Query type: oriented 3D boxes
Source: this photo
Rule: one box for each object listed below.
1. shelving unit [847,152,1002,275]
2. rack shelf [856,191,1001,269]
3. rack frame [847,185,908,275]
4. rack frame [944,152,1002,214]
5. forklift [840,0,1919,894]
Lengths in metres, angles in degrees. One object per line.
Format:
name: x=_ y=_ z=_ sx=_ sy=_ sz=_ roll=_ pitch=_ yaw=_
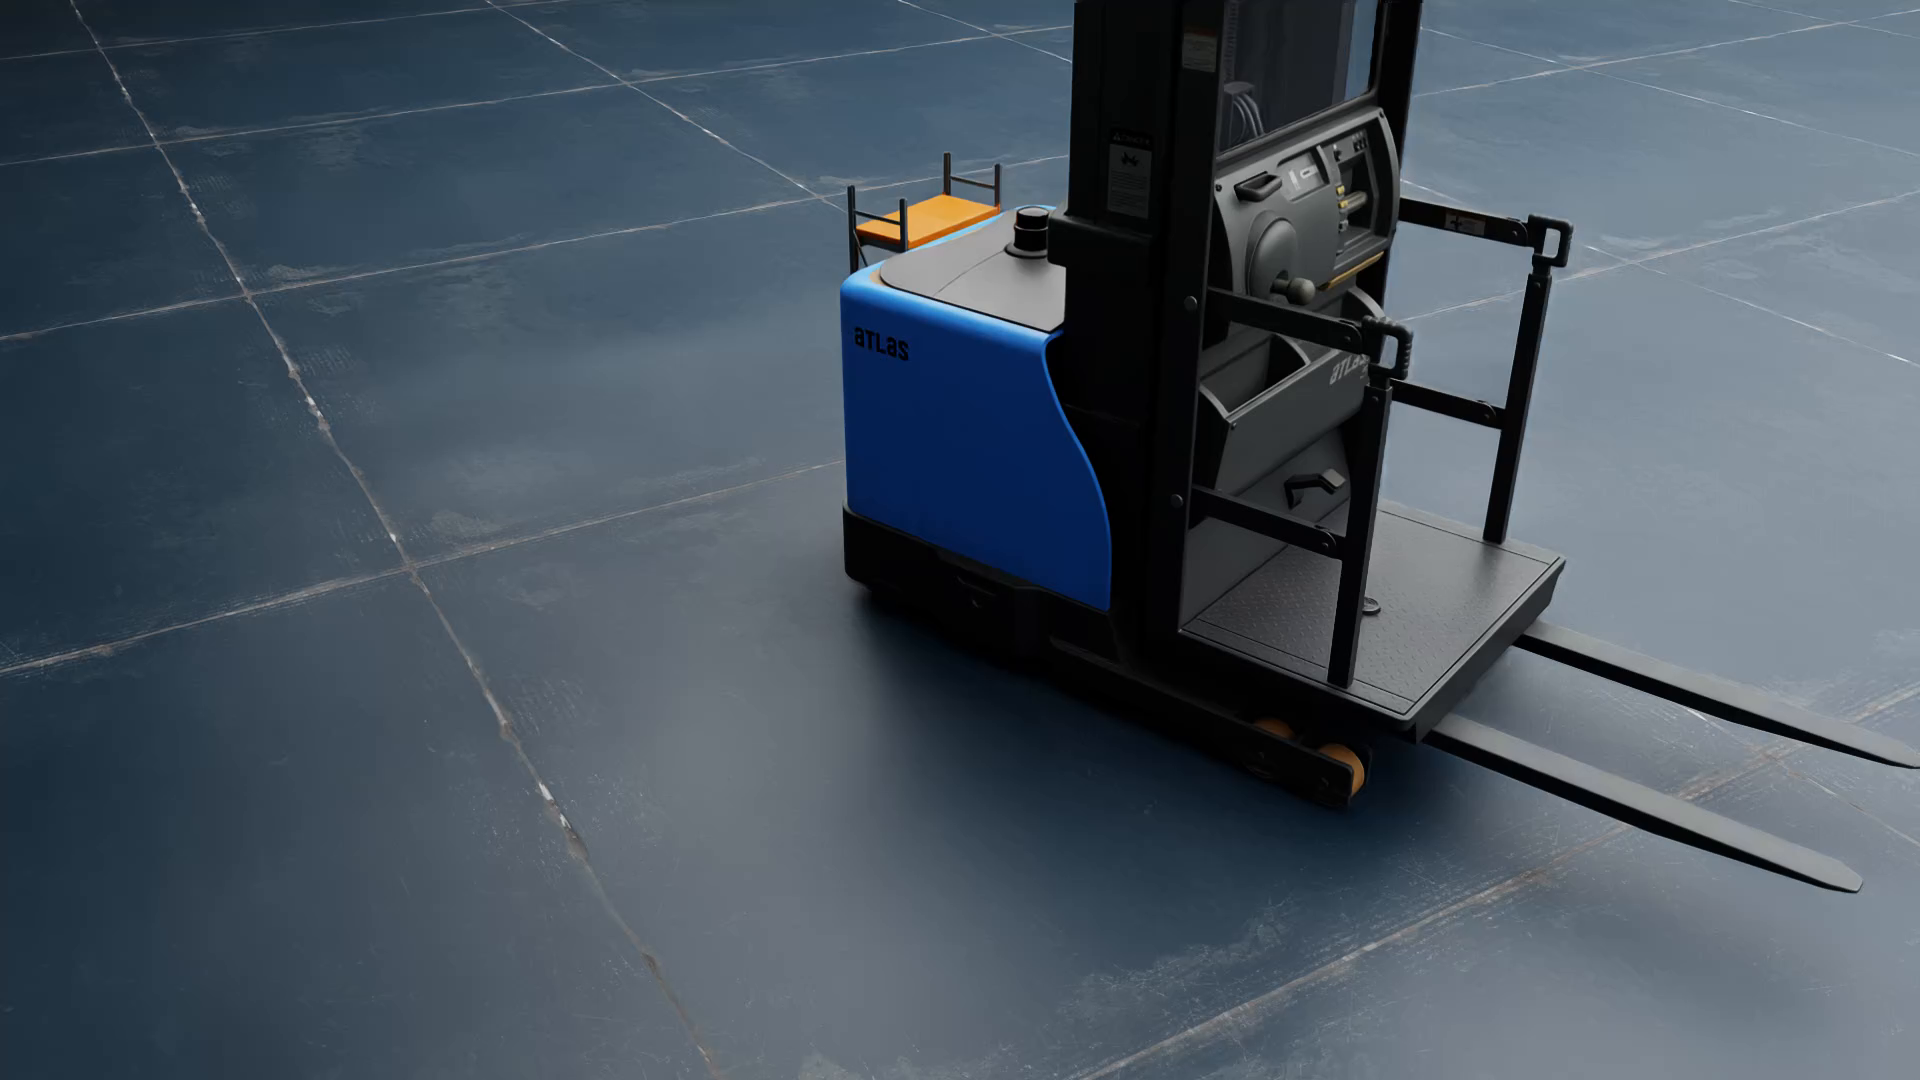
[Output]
shelving unit: x=-0.109 y=-0.666 z=5.714 sx=0.258 sy=1.200 sz=0.503 roll=21 pitch=35 yaw=33
rack shelf: x=-0.110 y=-1.010 z=5.524 sx=0.258 sy=0.148 sz=0.480 roll=21 pitch=35 yaw=33
rack frame: x=-0.262 y=-0.574 z=5.547 sx=0.240 sy=1.200 sz=0.015 roll=21 pitch=35 yaw=33
rack frame: x=0.044 y=-0.758 z=5.880 sx=0.240 sy=1.200 sz=0.015 roll=21 pitch=35 yaw=33
forklift: x=1.090 y=-0.861 z=4.277 sx=3.031 sy=2.935 sz=1.130 roll=21 pitch=35 yaw=33
